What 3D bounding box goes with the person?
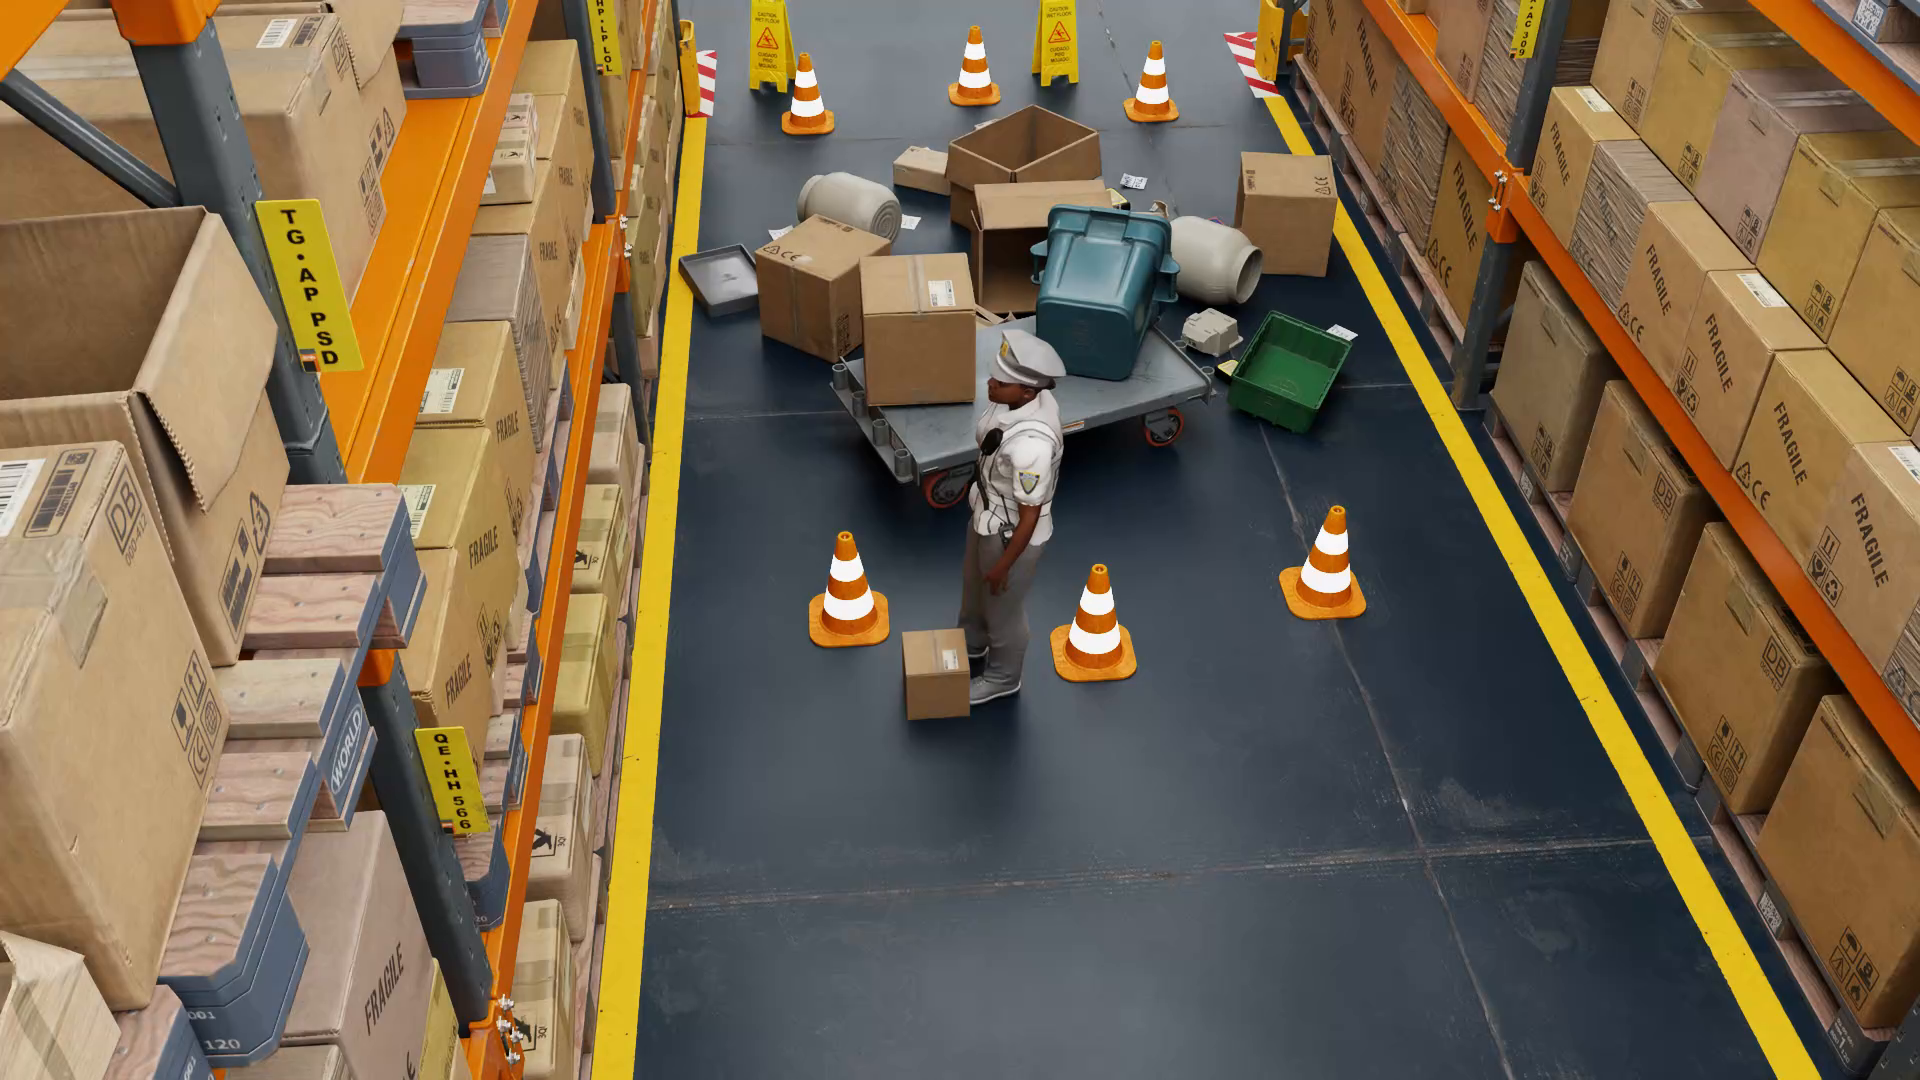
[{"bbox_3d":[0.103,-0.065,6.194,0.530,1.695,0.569,-3,39,-4],"label":"person"}]
